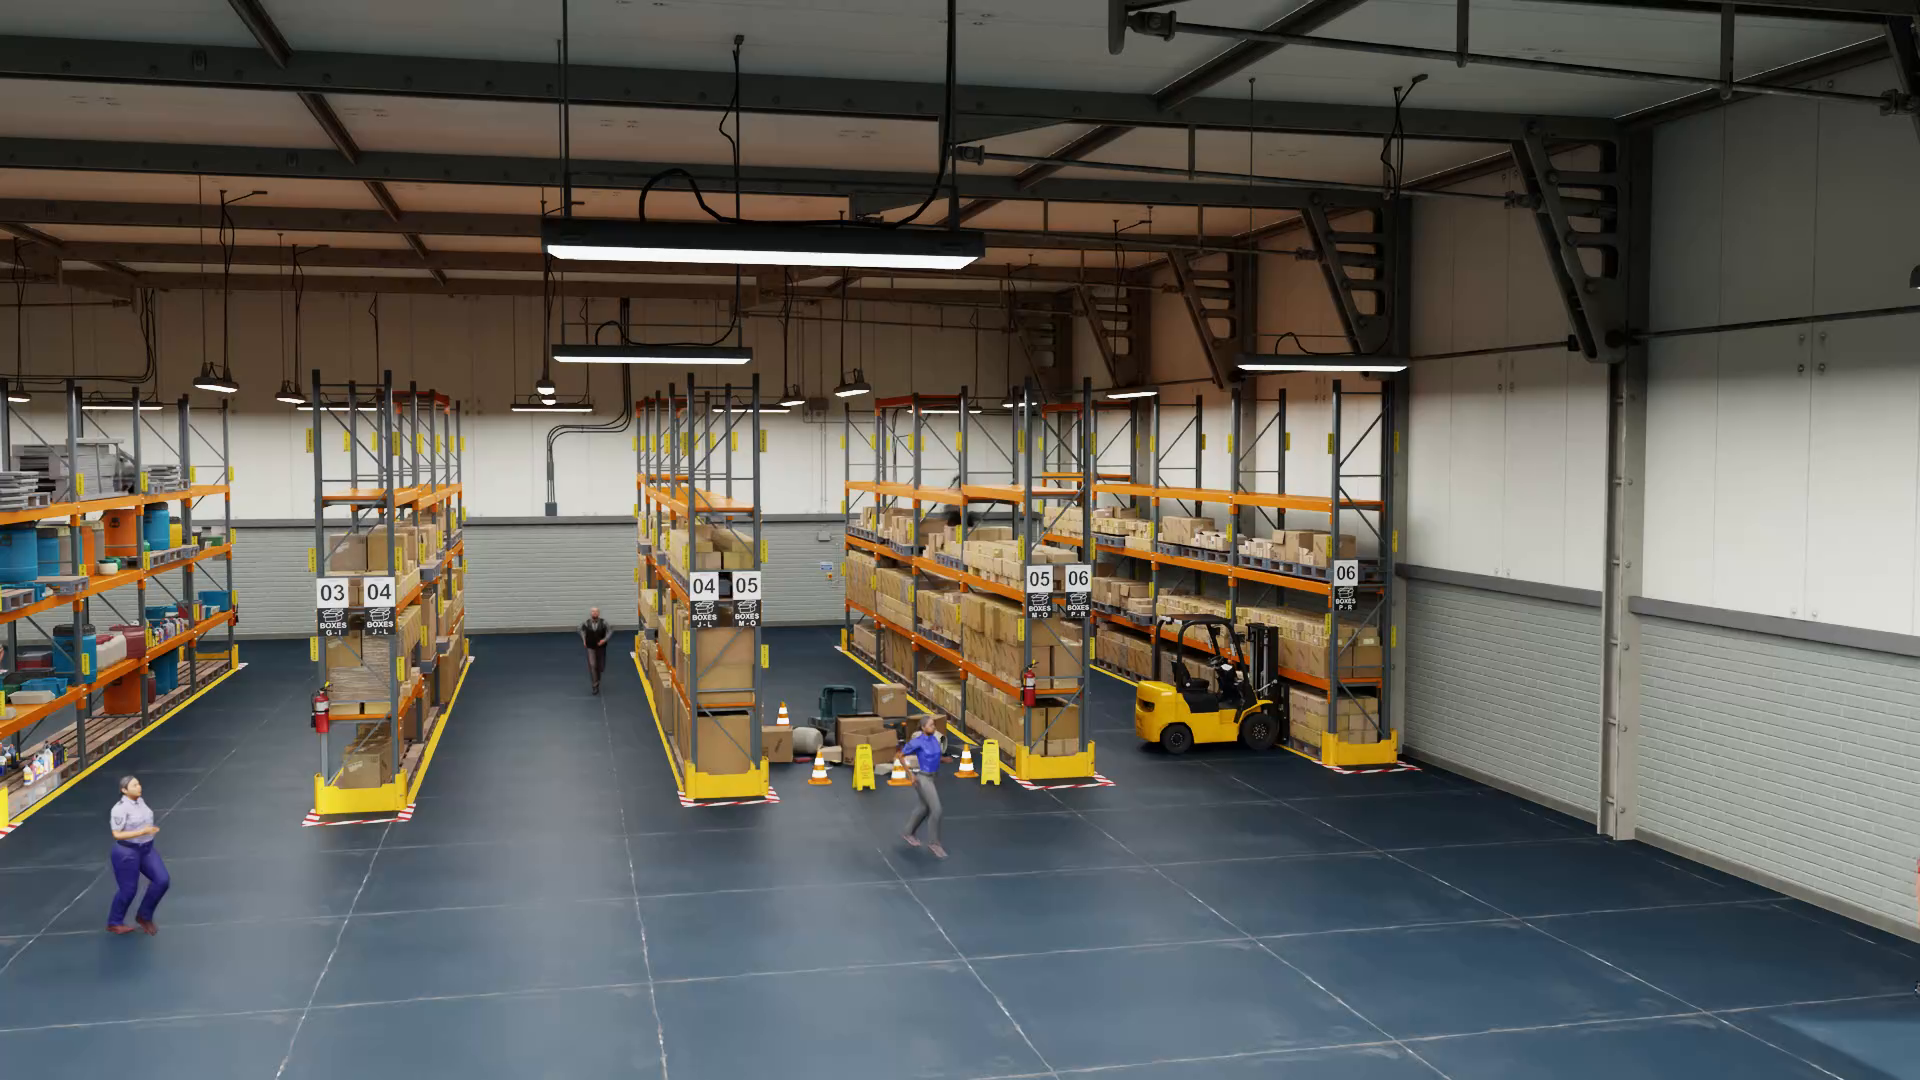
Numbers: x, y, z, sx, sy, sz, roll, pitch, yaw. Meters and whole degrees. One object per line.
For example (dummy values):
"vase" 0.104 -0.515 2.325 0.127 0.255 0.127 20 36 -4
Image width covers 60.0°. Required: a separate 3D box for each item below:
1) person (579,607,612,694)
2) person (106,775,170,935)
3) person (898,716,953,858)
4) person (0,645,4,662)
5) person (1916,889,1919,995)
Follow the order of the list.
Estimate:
"person" -7.386 2.216 33.771 0.629 1.721 1.104 -1 3 -19
"person" -8.353 3.260 16.879 0.661 1.592 0.586 1 3 13
"person" -0.422 3.001 20.321 0.778 1.719 0.549 2 4 29
"person" -17.367 2.397 29.552 0.647 1.825 0.823 -2 4 -25
"person" 8.854 3.331 14.658 0.631 1.747 0.819 -2 4 -32
